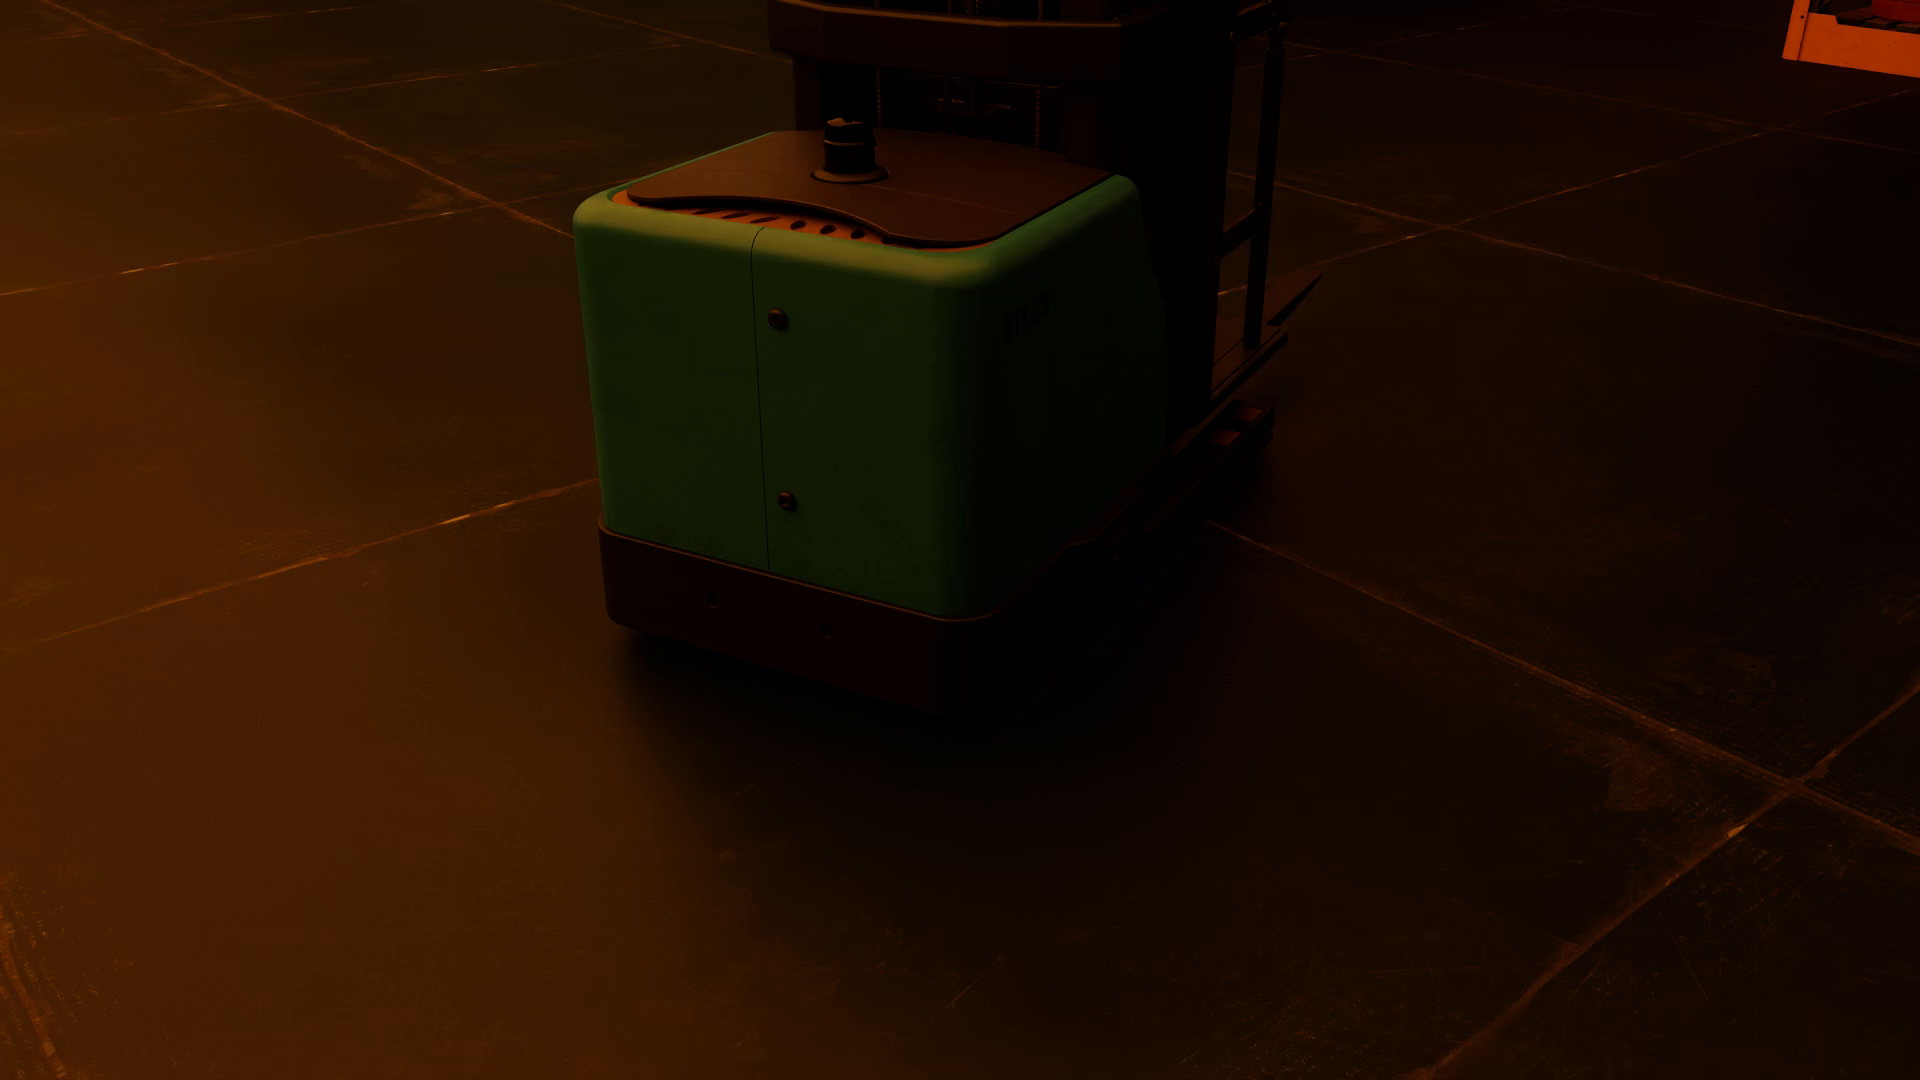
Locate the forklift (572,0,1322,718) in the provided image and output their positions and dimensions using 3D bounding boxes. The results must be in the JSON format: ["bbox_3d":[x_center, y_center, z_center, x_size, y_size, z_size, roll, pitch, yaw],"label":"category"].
[{"bbox_3d":[0.285,-1.552,4.331,1.130,2.935,3.031,13,29,25],"label":"forklift"}]
